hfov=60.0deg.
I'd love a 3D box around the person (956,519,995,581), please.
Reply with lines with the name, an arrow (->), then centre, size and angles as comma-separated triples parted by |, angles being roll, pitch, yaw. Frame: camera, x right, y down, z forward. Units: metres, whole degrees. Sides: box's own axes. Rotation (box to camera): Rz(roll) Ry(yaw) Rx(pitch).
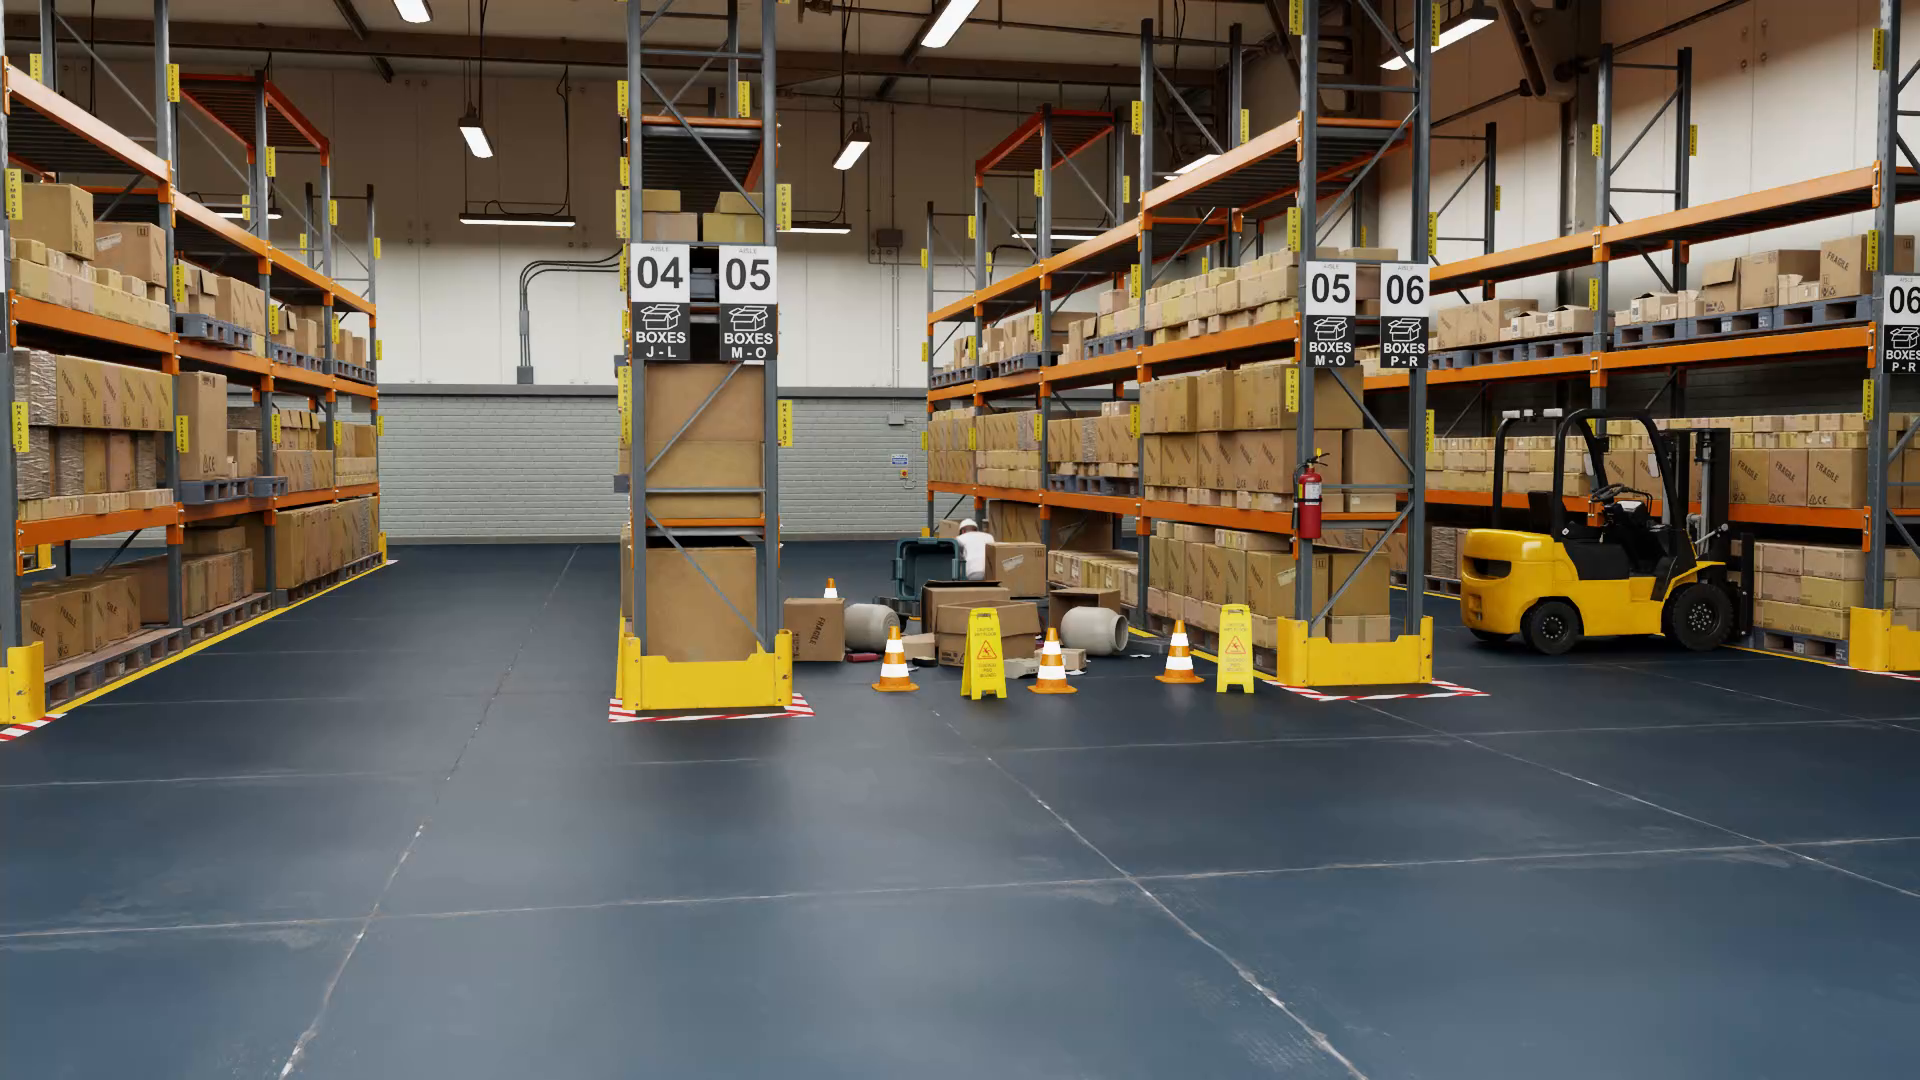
person -> 0.202, 0.272, 19.099 | 0.526, 1.010, 0.873 | -1, 3, -12
